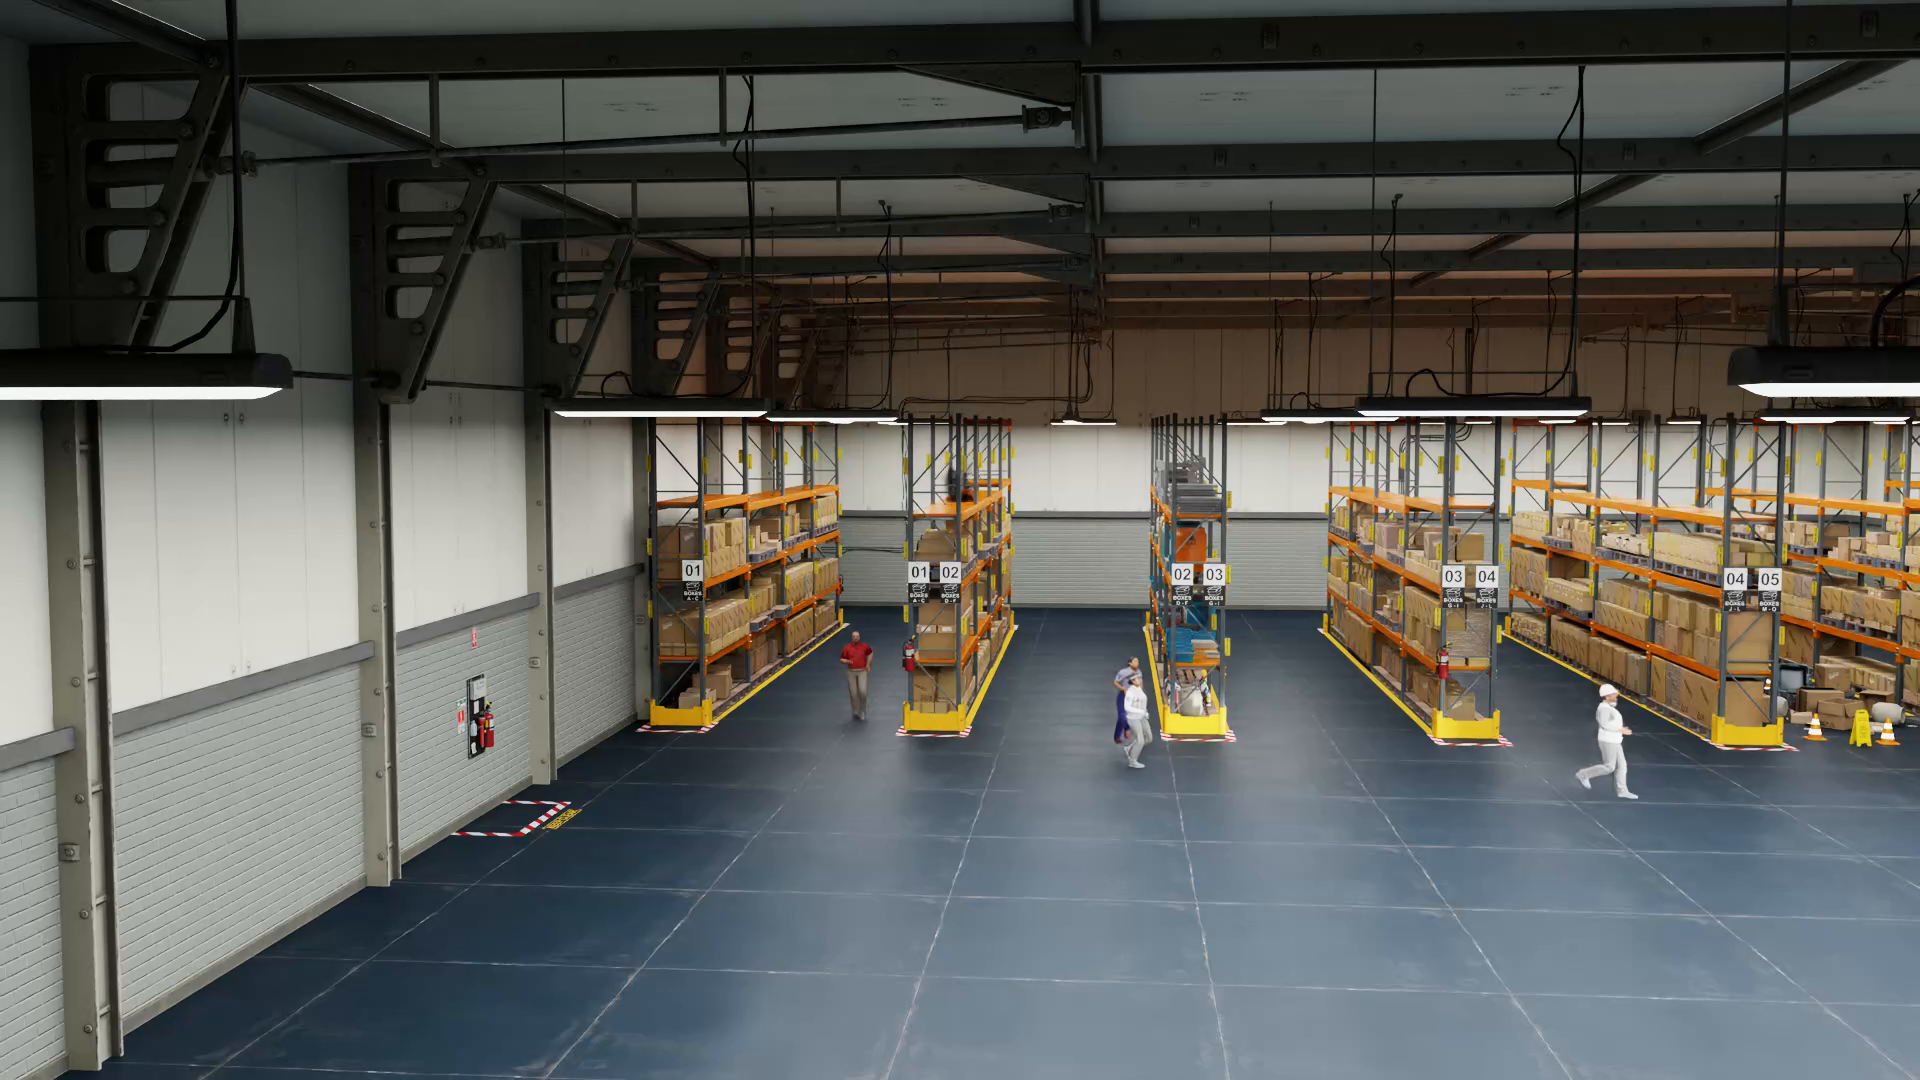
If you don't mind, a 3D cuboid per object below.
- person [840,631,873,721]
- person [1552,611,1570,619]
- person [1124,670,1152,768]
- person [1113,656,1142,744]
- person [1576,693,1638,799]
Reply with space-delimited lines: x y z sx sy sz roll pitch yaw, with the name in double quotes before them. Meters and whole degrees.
"person" -2.032 2.681 32.705 0.638 1.786 0.767 0 4 -3
"person" 16.981 1.756 47.067 0.723 1.609 0.635 -3 5 -34
"person" 3.007 3.010 27.989 0.541 1.650 0.609 3 5 33
"person" 3.116 2.907 30.300 0.608 1.566 0.520 -1 4 -19
"person" 10.029 3.133 25.723 0.904 1.707 0.660 2 4 28
